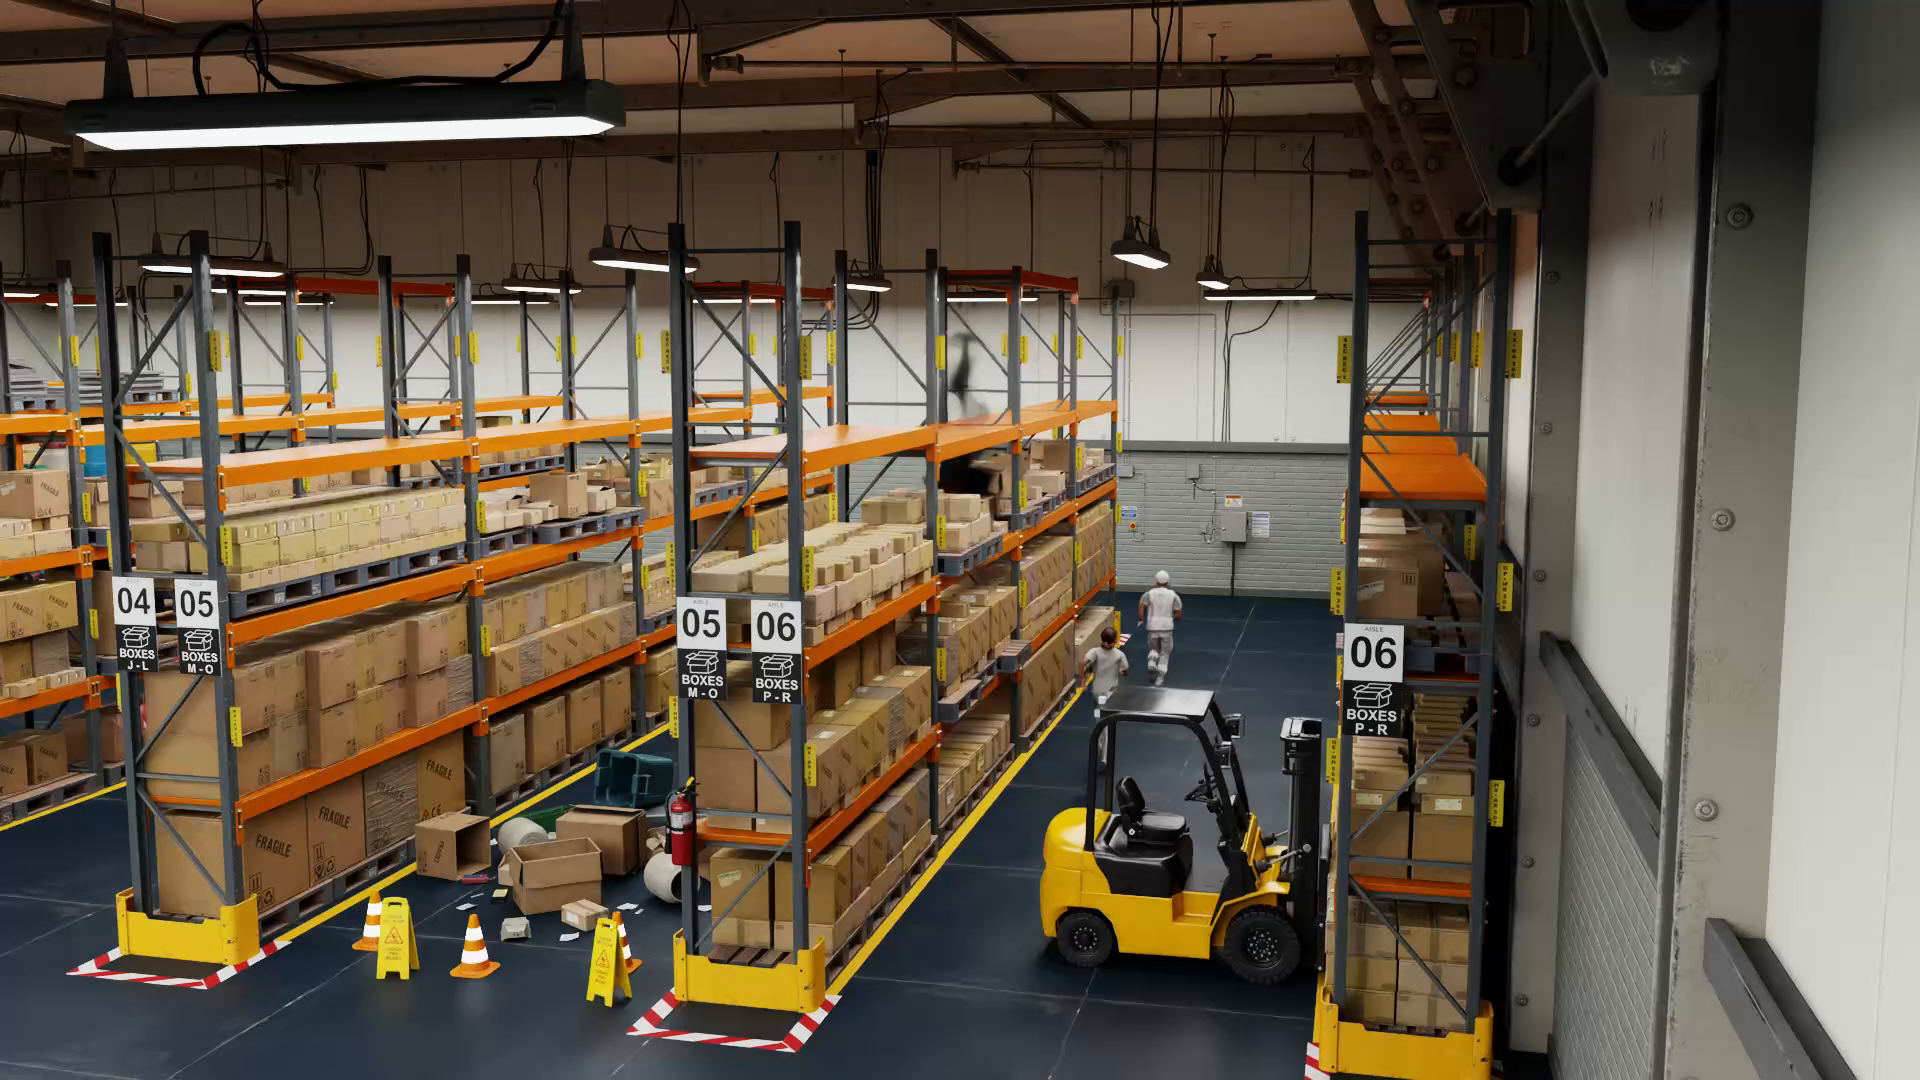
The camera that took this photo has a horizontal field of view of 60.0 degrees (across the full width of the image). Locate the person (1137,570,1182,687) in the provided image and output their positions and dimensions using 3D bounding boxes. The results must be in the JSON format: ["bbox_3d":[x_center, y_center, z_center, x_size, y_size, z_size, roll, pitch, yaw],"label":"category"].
[{"bbox_3d":[2.948,1.305,24.582,0.661,1.734,0.642,1,7,12],"label":"person"}]

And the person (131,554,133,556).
[{"bbox_3d":[-16.999,0.181,33.924,0.570,1.740,0.687,3,8,23],"label":"person"}]

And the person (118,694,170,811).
[{"bbox_3d":[-8.383,2.276,17.345,0.693,1.590,0.828,-3,7,-20],"label":"person"}]

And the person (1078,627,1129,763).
[{"bbox_3d":[1.740,1.895,20.111,0.570,1.693,0.865,2,7,17],"label":"person"}]
